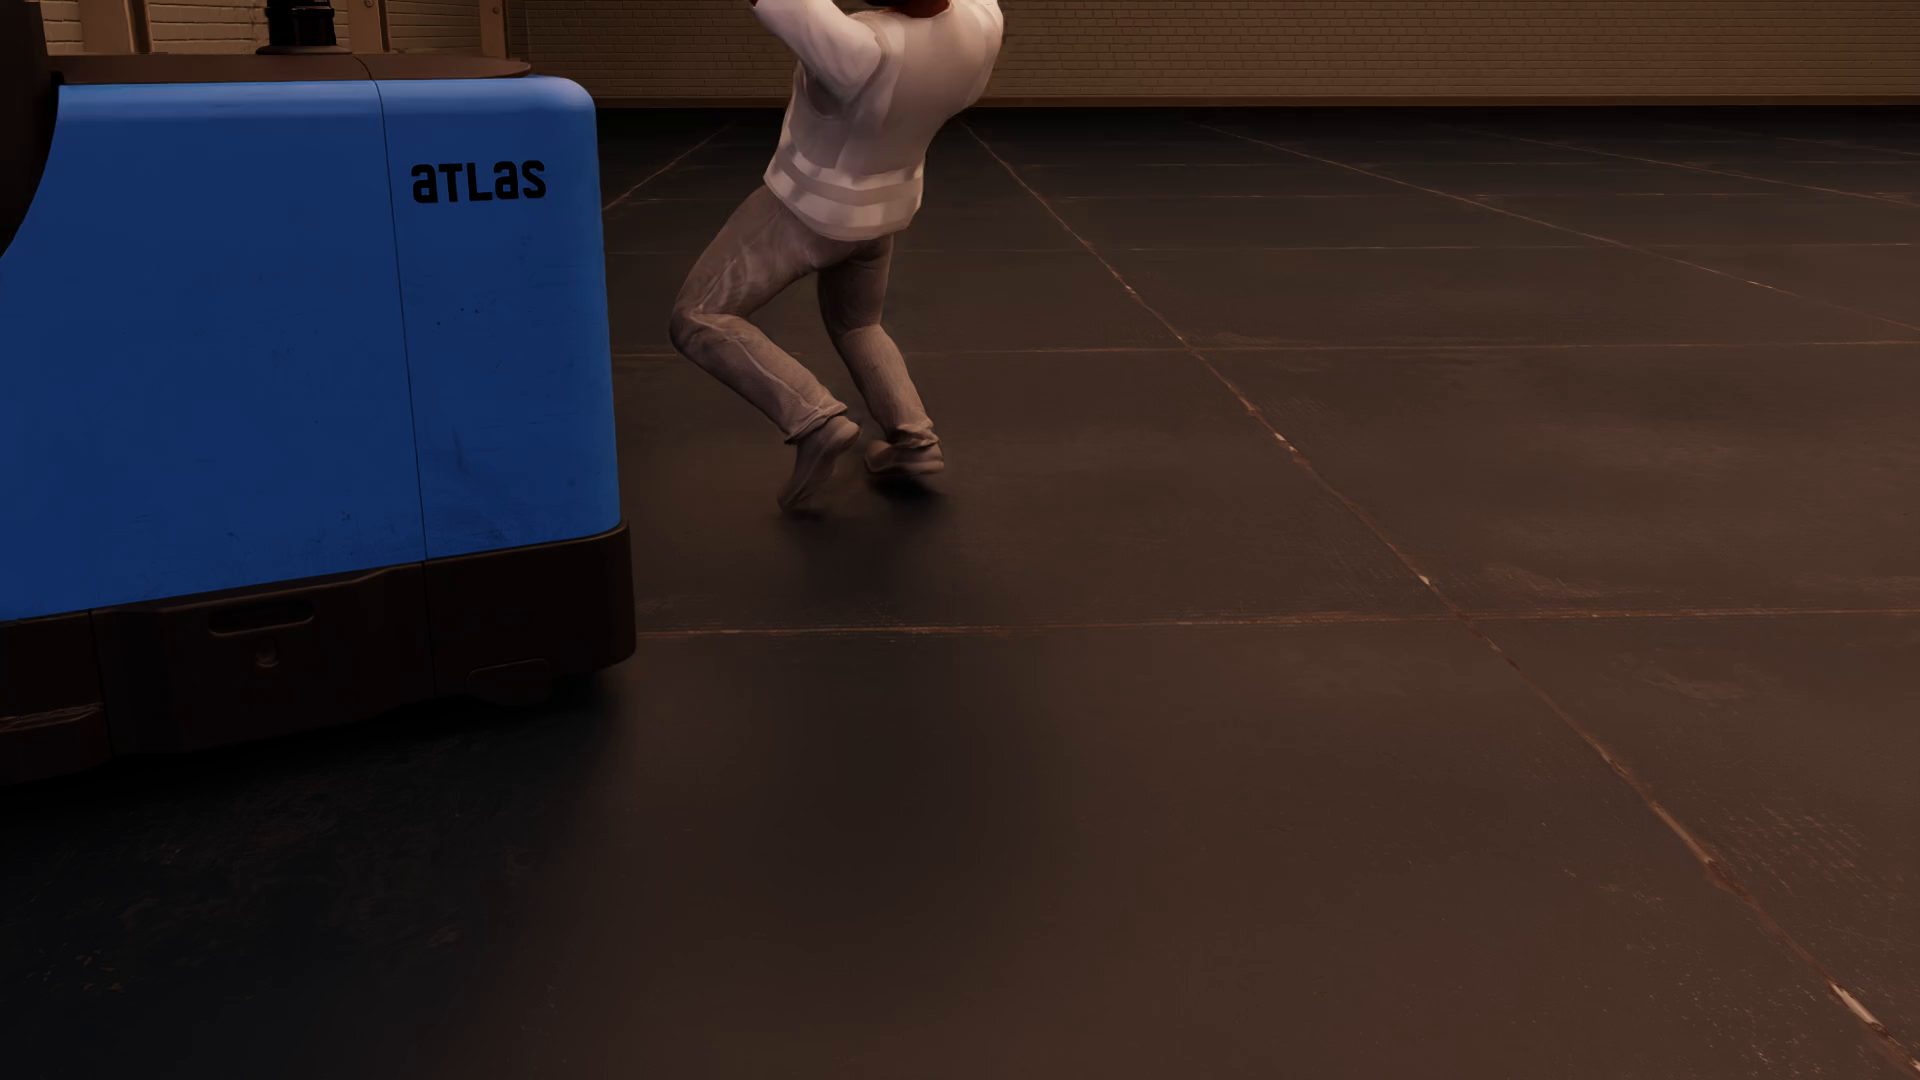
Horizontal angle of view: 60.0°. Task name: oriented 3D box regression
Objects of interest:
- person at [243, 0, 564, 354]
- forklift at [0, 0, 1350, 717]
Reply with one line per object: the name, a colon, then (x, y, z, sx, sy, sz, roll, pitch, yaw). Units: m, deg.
person: (-1.941, -1.515, 5.891, 0.946, 1.746, 0.716, -16, 23, -42)
forklift: (-0.708, -1.269, 3.055, 3.031, 2.935, 1.130, -9, 19, -28)
